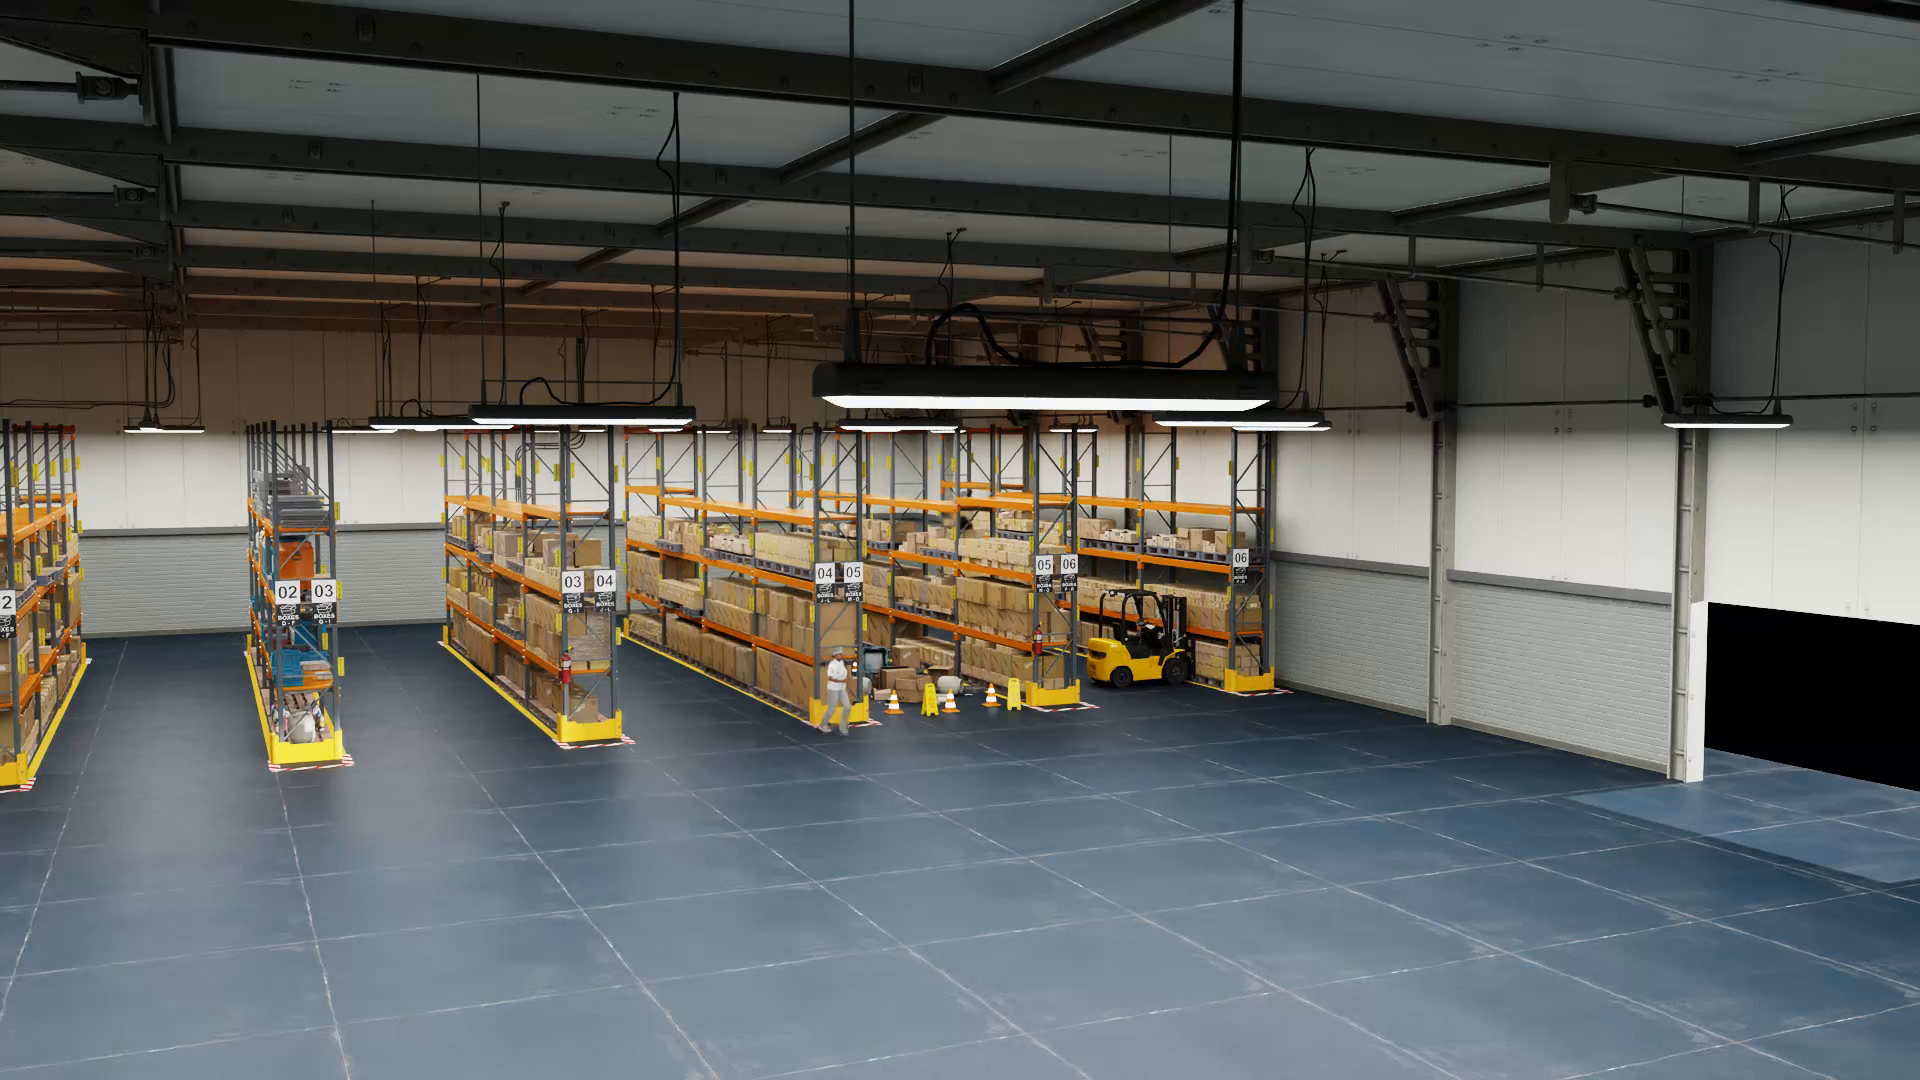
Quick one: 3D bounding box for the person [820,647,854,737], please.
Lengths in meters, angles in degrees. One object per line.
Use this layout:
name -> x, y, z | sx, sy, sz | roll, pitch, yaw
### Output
person -> -2.319, 2.903, 31.786 | 0.755, 1.767, 0.589 | 2, 4, 32

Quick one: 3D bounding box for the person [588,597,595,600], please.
person -> -10.456, 1.988, 46.538 | 0.717, 1.658, 0.546 | -1, 4, -13

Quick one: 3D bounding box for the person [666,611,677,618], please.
person -> -8.681, 1.752, 49.118 | 0.899, 1.774, 0.692 | 2, 4, 28
